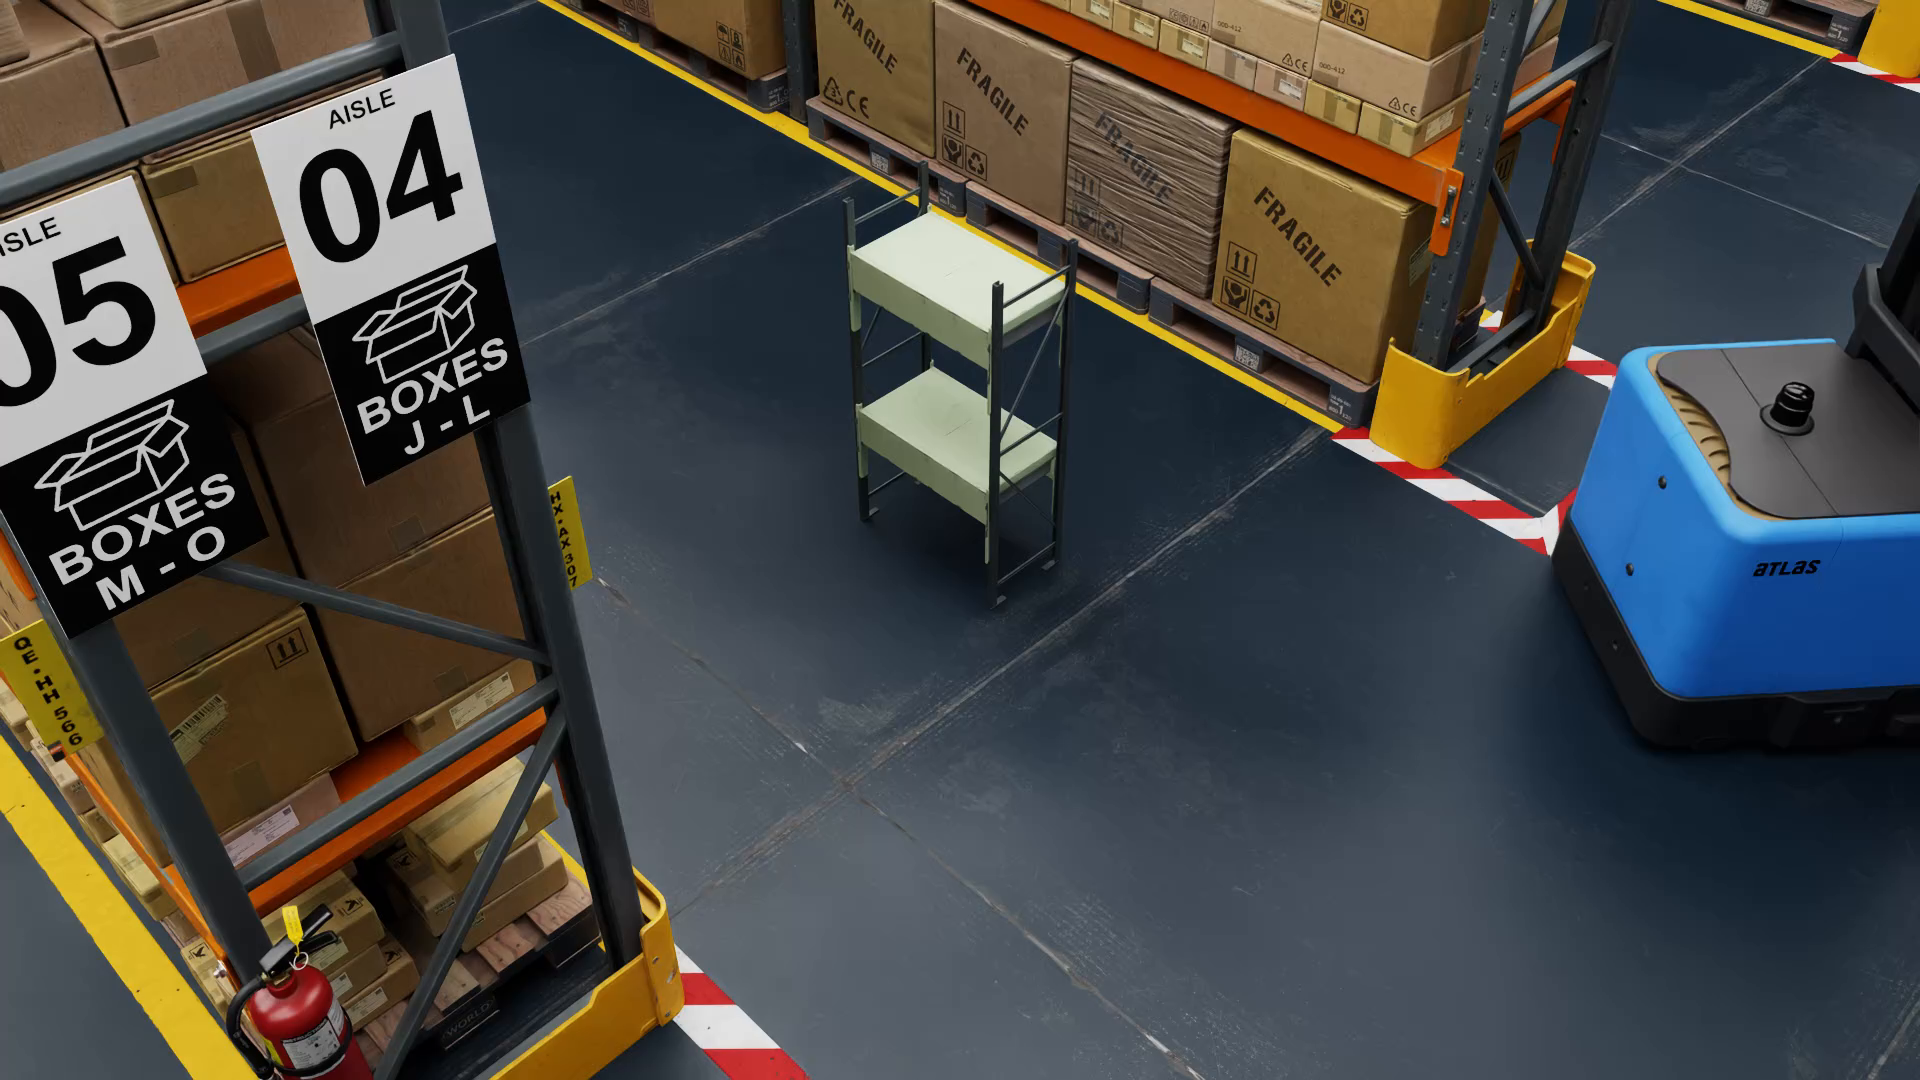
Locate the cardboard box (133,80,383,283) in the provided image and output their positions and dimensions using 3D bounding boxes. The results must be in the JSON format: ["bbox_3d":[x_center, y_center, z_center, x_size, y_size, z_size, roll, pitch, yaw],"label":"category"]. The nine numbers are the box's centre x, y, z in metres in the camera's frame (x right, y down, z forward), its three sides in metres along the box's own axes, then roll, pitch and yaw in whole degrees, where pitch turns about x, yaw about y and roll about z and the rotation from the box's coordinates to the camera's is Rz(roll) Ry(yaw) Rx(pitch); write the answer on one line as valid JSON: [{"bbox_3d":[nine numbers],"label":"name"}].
[{"bbox_3d":[-1.449,-0.811,3.318,0.500,0.250,0.500,-32,52,-30],"label":"cardboard box"}]

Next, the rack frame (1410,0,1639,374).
[{"bbox_3d":[2.270,-1.755,6.439,1.000,3.000,0.127,-34,53,-31],"label":"rack frame"}]

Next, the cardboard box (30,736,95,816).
[{"bbox_3d":[-2.643,0.646,5.194,0.380,0.149,0.250,-32,52,-30],"label":"cardboard box"}]

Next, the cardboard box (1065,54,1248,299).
[{"bbox_3d":[1.119,-1.836,7.782,0.875,0.875,0.875,-34,53,-31],"label":"cardboard box"}]

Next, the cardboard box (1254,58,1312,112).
[{"bbox_3d":[1.423,-1.922,6.805,0.380,0.149,0.250,-34,52,-31],"label":"cardboard box"}]

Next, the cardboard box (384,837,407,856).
[{"bbox_3d":[-1.655,0.823,5.221,0.250,0.149,0.380,34,52,31],"label":"cardboard box"}]

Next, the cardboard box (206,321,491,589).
[{"bbox_3d":[-1.442,-0.283,3.816,0.500,0.500,0.500,34,52,31],"label":"cardboard box"}]

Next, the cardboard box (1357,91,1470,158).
[{"bbox_3d":[1.786,-1.676,6.539,0.380,0.149,0.250,-33,52,-31],"label":"cardboard box"}]

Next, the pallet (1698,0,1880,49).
[{"bbox_3d":[5.222,-3.520,10.404,1.003,0.211,1.213,-34,53,-31],"label":"pallet"}]

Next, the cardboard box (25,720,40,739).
[{"bbox_3d":[-2.799,0.617,5.445,0.380,0.149,0.250,-31,51,-29],"label":"cardboard box"}]

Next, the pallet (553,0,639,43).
[{"bbox_3d":[-2.019,-3.574,10.462,1.003,0.211,1.213,-34,53,-31],"label":"pallet"}]

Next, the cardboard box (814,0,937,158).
[{"bbox_3d":[-0.145,-2.696,8.713,0.875,0.875,0.875,-34,53,-31],"label":"cardboard box"}]

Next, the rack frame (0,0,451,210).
[{"bbox_3d":[-1.313,-1.630,1.883,1.000,3.000,0.127,-34,53,-31],"label":"rack frame"}]

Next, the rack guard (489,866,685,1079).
[{"bbox_3d":[-1.367,1.455,4.807,1.175,0.500,0.348,-34,53,-31],"label":"rack guard"}]

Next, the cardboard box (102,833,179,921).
[{"bbox_3d":[-2.276,0.903,4.915,0.250,0.149,0.380,33,52,31],"label":"cardboard box"}]

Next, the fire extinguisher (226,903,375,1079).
[{"bbox_3d":[-1.462,1.081,3.702,0.296,0.674,0.183,-34,53,-31],"label":"fire extinguisher"}]

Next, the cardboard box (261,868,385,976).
[{"bbox_3d":[-1.866,1.115,4.686,0.380,0.149,0.250,-33,52,-31],"label":"cardboard box"}]

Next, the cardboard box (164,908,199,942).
[{"bbox_3d":[-2.256,0.991,5.039,0.250,0.149,0.380,32,52,30],"label":"cardboard box"}]

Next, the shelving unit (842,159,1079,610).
[{"bbox_3d":[-0.005,-0.554,6.244,0.431,1.500,0.755,-34,53,-31],"label":"shelving unit"}]

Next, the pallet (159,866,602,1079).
[{"bbox_3d":[-1.915,1.154,5.346,1.003,0.211,1.213,-34,53,-31],"label":"pallet"}]

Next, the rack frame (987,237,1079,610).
[{"bbox_3d":[0.254,-0.378,6.054,0.400,1.500,0.023,-34,53,-31],"label":"rack frame"}]

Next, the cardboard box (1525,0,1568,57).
[{"bbox_3d":[2.122,-2.169,6.779,0.500,0.250,0.500,33,52,30],"label":"cardboard box"}]

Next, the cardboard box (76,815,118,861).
[{"bbox_3d":[-2.619,0.865,5.395,0.250,0.149,0.380,32,51,30],"label":"cardboard box"}]

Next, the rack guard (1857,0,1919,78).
[{"bbox_3d":[5.803,-3.206,9.851,1.175,0.500,0.348,-34,53,-31],"label":"rack guard"}]

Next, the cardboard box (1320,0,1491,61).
[{"bbox_3d":[1.740,-2.193,6.252,0.500,0.500,0.500,-33,52,-31],"label":"cardboard box"}]

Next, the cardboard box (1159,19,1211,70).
[{"bbox_3d":[1.063,-2.166,7.069,0.250,0.149,0.380,33,52,31],"label":"cardboard box"}]

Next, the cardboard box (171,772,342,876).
[{"bbox_3d":[-1.743,0.644,4.028,0.380,0.149,0.250,-34,53,-31],"label":"cardboard box"}]

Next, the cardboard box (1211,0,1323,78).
[{"bbox_3d":[1.382,-2.159,6.768,0.500,0.250,0.500,33,52,31],"label":"cardboard box"}]

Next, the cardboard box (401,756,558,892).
[{"bbox_3d":[-1.442,0.833,4.991,0.250,0.149,0.380,32,51,30],"label":"cardboard box"}]

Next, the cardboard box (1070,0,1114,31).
[{"bbox_3d":[0.706,-2.411,7.334,0.380,0.149,0.250,-33,52,-31],"label":"cardboard box"}]

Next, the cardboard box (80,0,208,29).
[{"bbox_3d":[-1.380,-1.068,2.934,0.250,0.149,0.380,34,52,31],"label":"cardboard box"}]

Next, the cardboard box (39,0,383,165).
[{"bbox_3d":[-1.446,-0.997,3.151,0.500,0.250,0.500,-33,52,-31],"label":"cardboard box"}]

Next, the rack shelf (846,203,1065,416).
[{"bbox_3d":[-0.005,-0.841,5.980,0.431,0.370,0.720,-34,53,-31],"label":"rack shelf"}]

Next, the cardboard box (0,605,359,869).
[{"bbox_3d":[-1.813,0.335,3.885,0.500,0.500,0.500,-33,52,-31],"label":"cardboard box"}]

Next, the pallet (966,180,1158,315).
[{"bbox_3d":[0.793,-1.664,8.395,1.003,0.211,1.213,-34,53,-31],"label":"pallet"}]

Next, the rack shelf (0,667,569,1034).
[{"bbox_3d":[-2.725,-0.123,5.203,1.077,0.370,4.000,-34,53,-31],"label":"rack shelf"}]

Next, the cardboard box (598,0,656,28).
[{"bbox_3d":[-1.652,-3.778,9.885,0.875,0.875,1.225,32,52,30],"label":"cardboard box"}]

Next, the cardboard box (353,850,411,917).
[{"bbox_3d":[-1.699,0.974,5.276,0.250,0.149,0.380,34,53,31],"label":"cardboard box"}]

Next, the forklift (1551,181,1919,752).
[{"bbox_3d":[3.874,-0.727,5.378,3.031,2.935,1.130,-3,43,-3],"label":"forklift"}]

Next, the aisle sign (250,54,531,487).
[{"bbox_3d":[-1.049,-0.490,3.155,0.394,0.787,0.004,-34,53,-31],"label":"aisle sign"}]

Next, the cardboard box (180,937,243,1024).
[{"bbox_3d":[-2.086,1.238,4.991,0.380,0.149,0.250,-32,52,-30],"label":"cardboard box"}]
